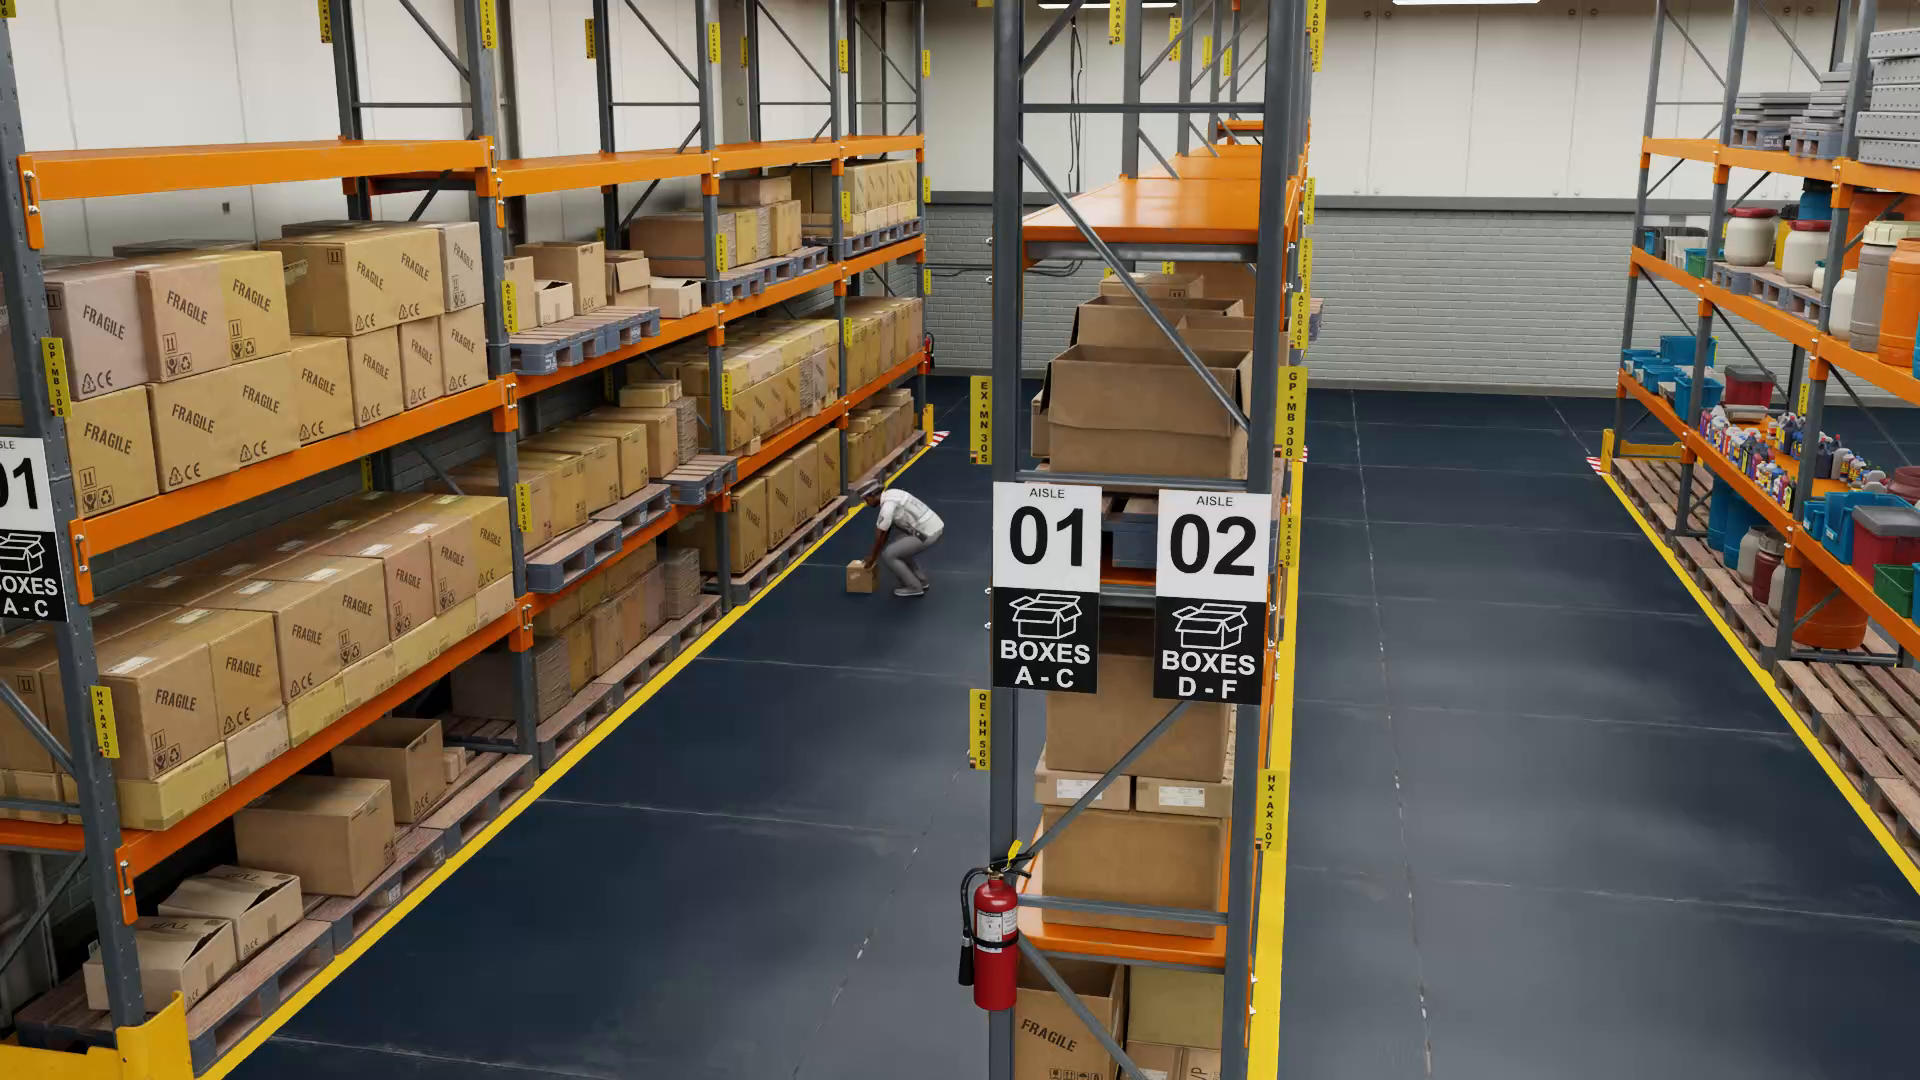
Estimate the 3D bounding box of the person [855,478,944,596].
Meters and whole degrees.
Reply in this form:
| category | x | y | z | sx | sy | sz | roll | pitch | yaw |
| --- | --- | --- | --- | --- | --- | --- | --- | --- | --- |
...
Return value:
| category | x | y | z | sx | sy | sz | roll | pitch | yaw |
| --- | --- | --- | --- | --- | --- | --- | --- | --- | --- |
| person | -0.576 | -0.036 | 15.748 | 0.828 | 1.109 | 0.498 | 3 | 15 | 11 |
